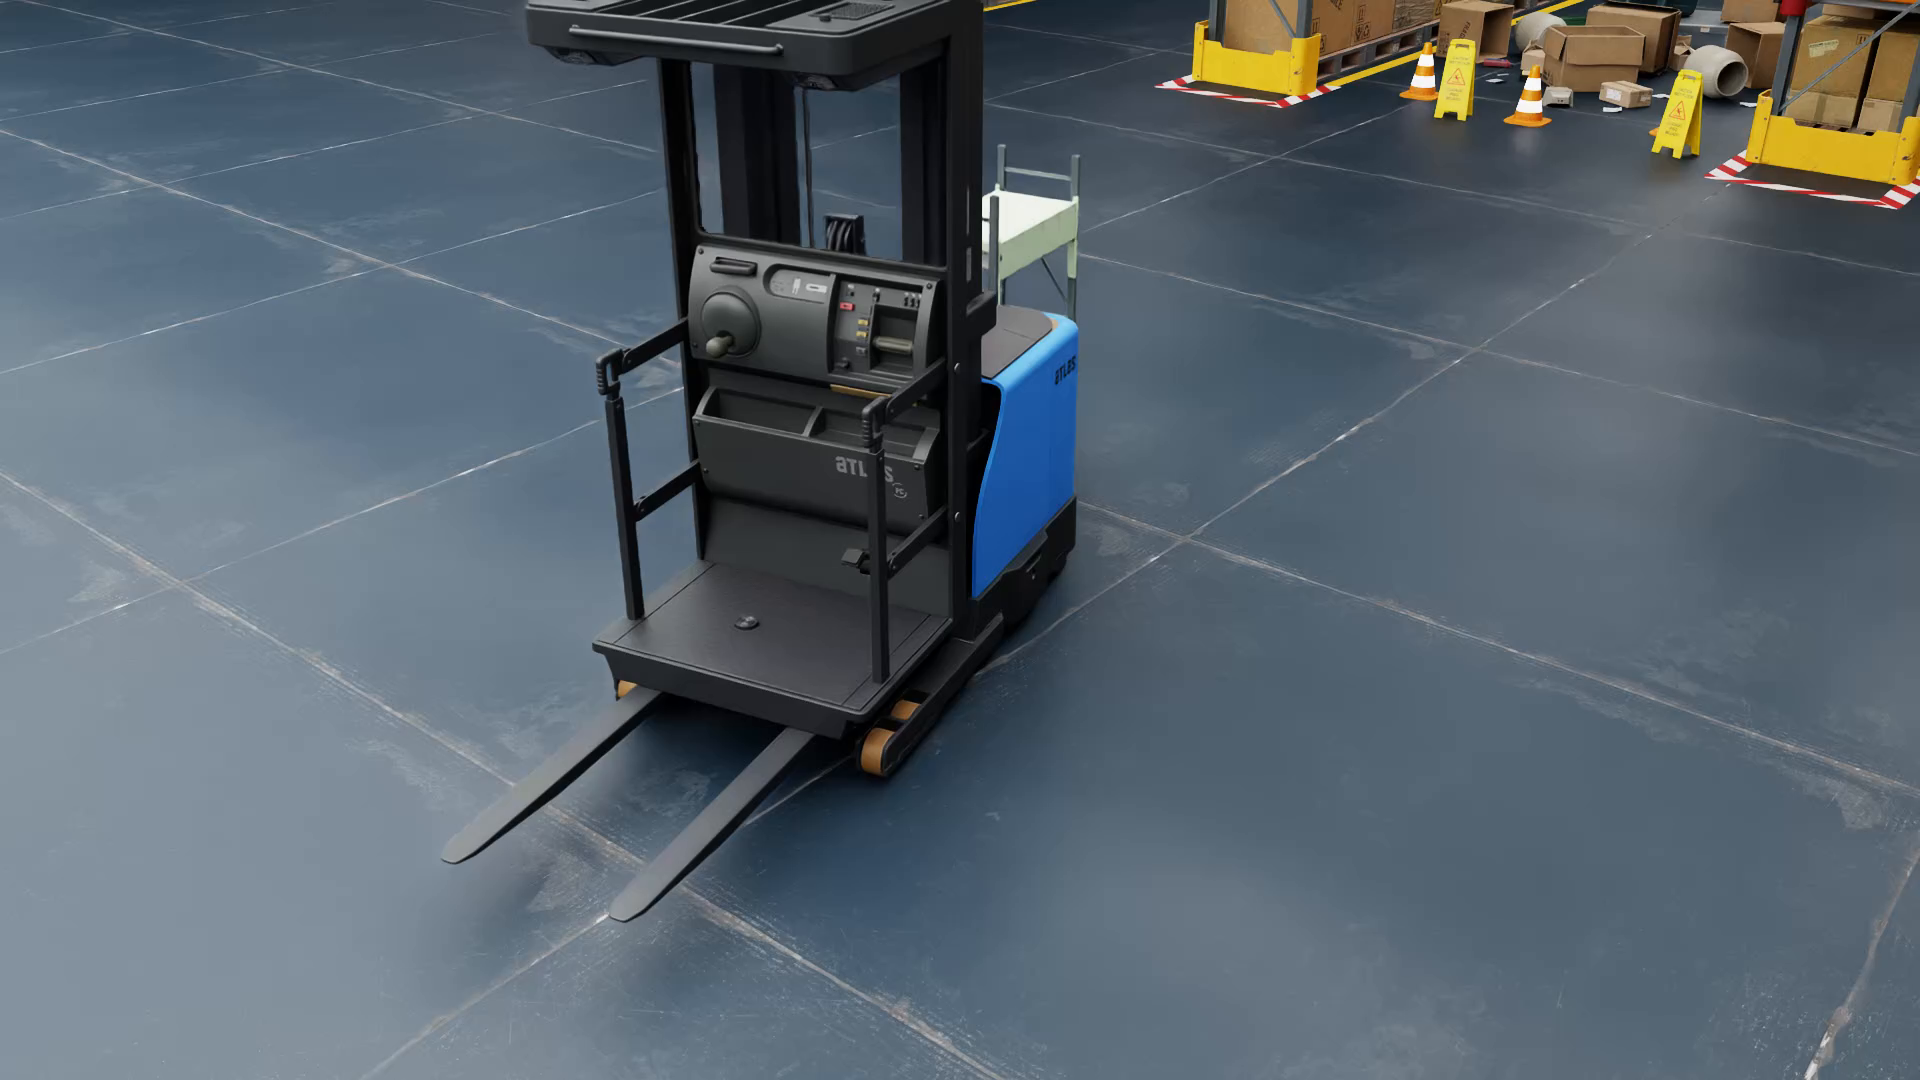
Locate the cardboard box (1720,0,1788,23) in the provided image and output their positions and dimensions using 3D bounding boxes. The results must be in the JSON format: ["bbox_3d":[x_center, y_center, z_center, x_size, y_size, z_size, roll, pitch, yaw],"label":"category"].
[{"bbox_3d":[7.765,-5.305,16.137,0.500,0.500,0.500,21,34,34],"label":"cardboard box"}]

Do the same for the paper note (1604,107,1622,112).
[{"bbox_3d":[5.679,-3.750,14.465,0.148,0.019,0.142,9,29,17],"label":"paper note"}]

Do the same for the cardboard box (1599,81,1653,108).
[{"bbox_3d":[5.888,-3.940,14.705,0.250,0.149,0.380,-10,29,-18],"label":"cardboard box"}]

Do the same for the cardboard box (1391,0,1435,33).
[{"bbox_3d":[4.249,-5.700,16.859,0.875,0.875,0.875,21,34,35],"label":"cardboard box"}]

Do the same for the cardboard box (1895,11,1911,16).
[{"bbox_3d":[7.577,-4.173,13.771,0.500,0.500,0.500,20,33,33],"label":"cardboard box"}]

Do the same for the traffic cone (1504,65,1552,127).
[{"bbox_3d":[4.819,-3.758,14.011,0.336,0.463,0.334,21,34,34],"label":"traffic cone"}]

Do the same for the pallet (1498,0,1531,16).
[{"bbox_3d":[5.706,-6.038,18.691,1.003,0.211,1.213,21,34,34],"label":"pallet"}]

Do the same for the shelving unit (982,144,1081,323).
[{"bbox_3d":[0.163,-0.897,7.351,0.431,1.500,0.755,15,31,26],"label":"shelving unit"}]

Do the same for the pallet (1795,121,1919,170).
[{"bbox_3d":[7.206,-3.218,13.240,1.003,0.211,1.213,21,34,34],"label":"pallet"}]

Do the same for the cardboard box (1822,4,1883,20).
[{"bbox_3d":[7.103,-4.248,13.210,0.380,0.149,0.250,22,35,36],"label":"cardboard box"}]

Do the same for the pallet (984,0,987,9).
[{"bbox_3d":[-0.441,-6.114,18.839,1.003,0.211,1.213,21,34,34],"label":"pallet"}]

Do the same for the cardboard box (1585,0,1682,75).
[{"bbox_3d":[6.365,-4.800,15.833,0.797,0.637,0.503,21,34,34],"label":"cardboard box"}]

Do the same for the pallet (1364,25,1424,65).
[{"bbox_3d":[3.954,-5.061,16.803,1.003,0.211,1.213,21,34,34],"label":"pallet"}]

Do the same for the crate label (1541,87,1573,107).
[{"bbox_3d":[5.271,-3.910,14.660,0.250,0.136,0.298,4,28,8],"label":"crate label"}]

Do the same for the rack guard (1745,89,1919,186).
[{"bbox_3d":[6.662,-3.068,12.637,1.175,0.500,0.348,21,34,34],"label":"rack guard"}]

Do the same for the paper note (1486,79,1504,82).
[{"bbox_3d":[5.010,-4.288,15.507,0.142,0.017,0.144,-15,31,-27],"label":"paper note"}]

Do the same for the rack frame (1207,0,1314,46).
[{"bbox_3d":[2.729,-5.562,14.738,1.000,3.000,0.127,21,34,34],"label":"rack frame"}]

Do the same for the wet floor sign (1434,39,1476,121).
[{"bbox_3d":[4.239,-3.928,14.140,0.267,0.644,0.232,15,31,26],"label":"wet floor sign"}]

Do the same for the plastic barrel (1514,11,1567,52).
[{"bbox_3d":[5.736,-4.986,16.427,0.421,0.421,0.512,-5,28,-9],"label":"plastic barrel"}]

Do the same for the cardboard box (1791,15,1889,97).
[{"bbox_3d":[6.922,-3.810,13.070,0.500,0.500,0.500,21,34,35],"label":"cardboard box"}]

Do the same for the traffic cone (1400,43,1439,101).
[{"bbox_3d":[4.163,-4.209,14.882,0.336,0.463,0.334,21,34,34],"label":"traffic cone"}]

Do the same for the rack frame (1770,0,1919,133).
[{"bbox_3d":[6.613,-4.152,12.011,1.000,3.000,0.127,21,34,34],"label":"rack frame"}]

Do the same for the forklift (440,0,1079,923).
[{"bbox_3d":[-0.598,-0.722,5.455,1.130,2.935,3.031,12,30,22],"label":"forklift"}]

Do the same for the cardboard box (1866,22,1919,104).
[{"bbox_3d":[7.354,-3.664,12.787,0.500,0.500,0.500,19,33,33],"label":"cardboard box"}]

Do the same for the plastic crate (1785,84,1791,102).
[{"bbox_3d":[7.526,-3.956,14.810,0.402,0.080,0.583,9,29,17],"label":"plastic crate"}]

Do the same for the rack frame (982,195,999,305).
[{"bbox_3d":[-0.021,-0.751,7.070,0.400,1.500,0.023,15,31,26],"label":"rack frame"}]

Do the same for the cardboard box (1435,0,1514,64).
[{"bbox_3d":[5.078,-5.021,16.409,0.500,0.500,0.500,-21,34,-35],"label":"cardboard box"}]

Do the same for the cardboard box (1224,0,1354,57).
[{"bbox_3d":[3.110,-5.065,15.632,0.875,0.875,0.875,21,34,35],"label":"cardboard box"}]

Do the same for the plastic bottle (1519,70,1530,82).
[{"bbox_3d":[5.333,-4.364,15.618,0.133,0.061,0.283,9,29,17],"label":"plastic bottle"}]

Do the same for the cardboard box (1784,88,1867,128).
[{"bbox_3d":[6.935,-3.491,13.268,0.500,0.250,0.500,21,34,34],"label":"cardboard box"}]
